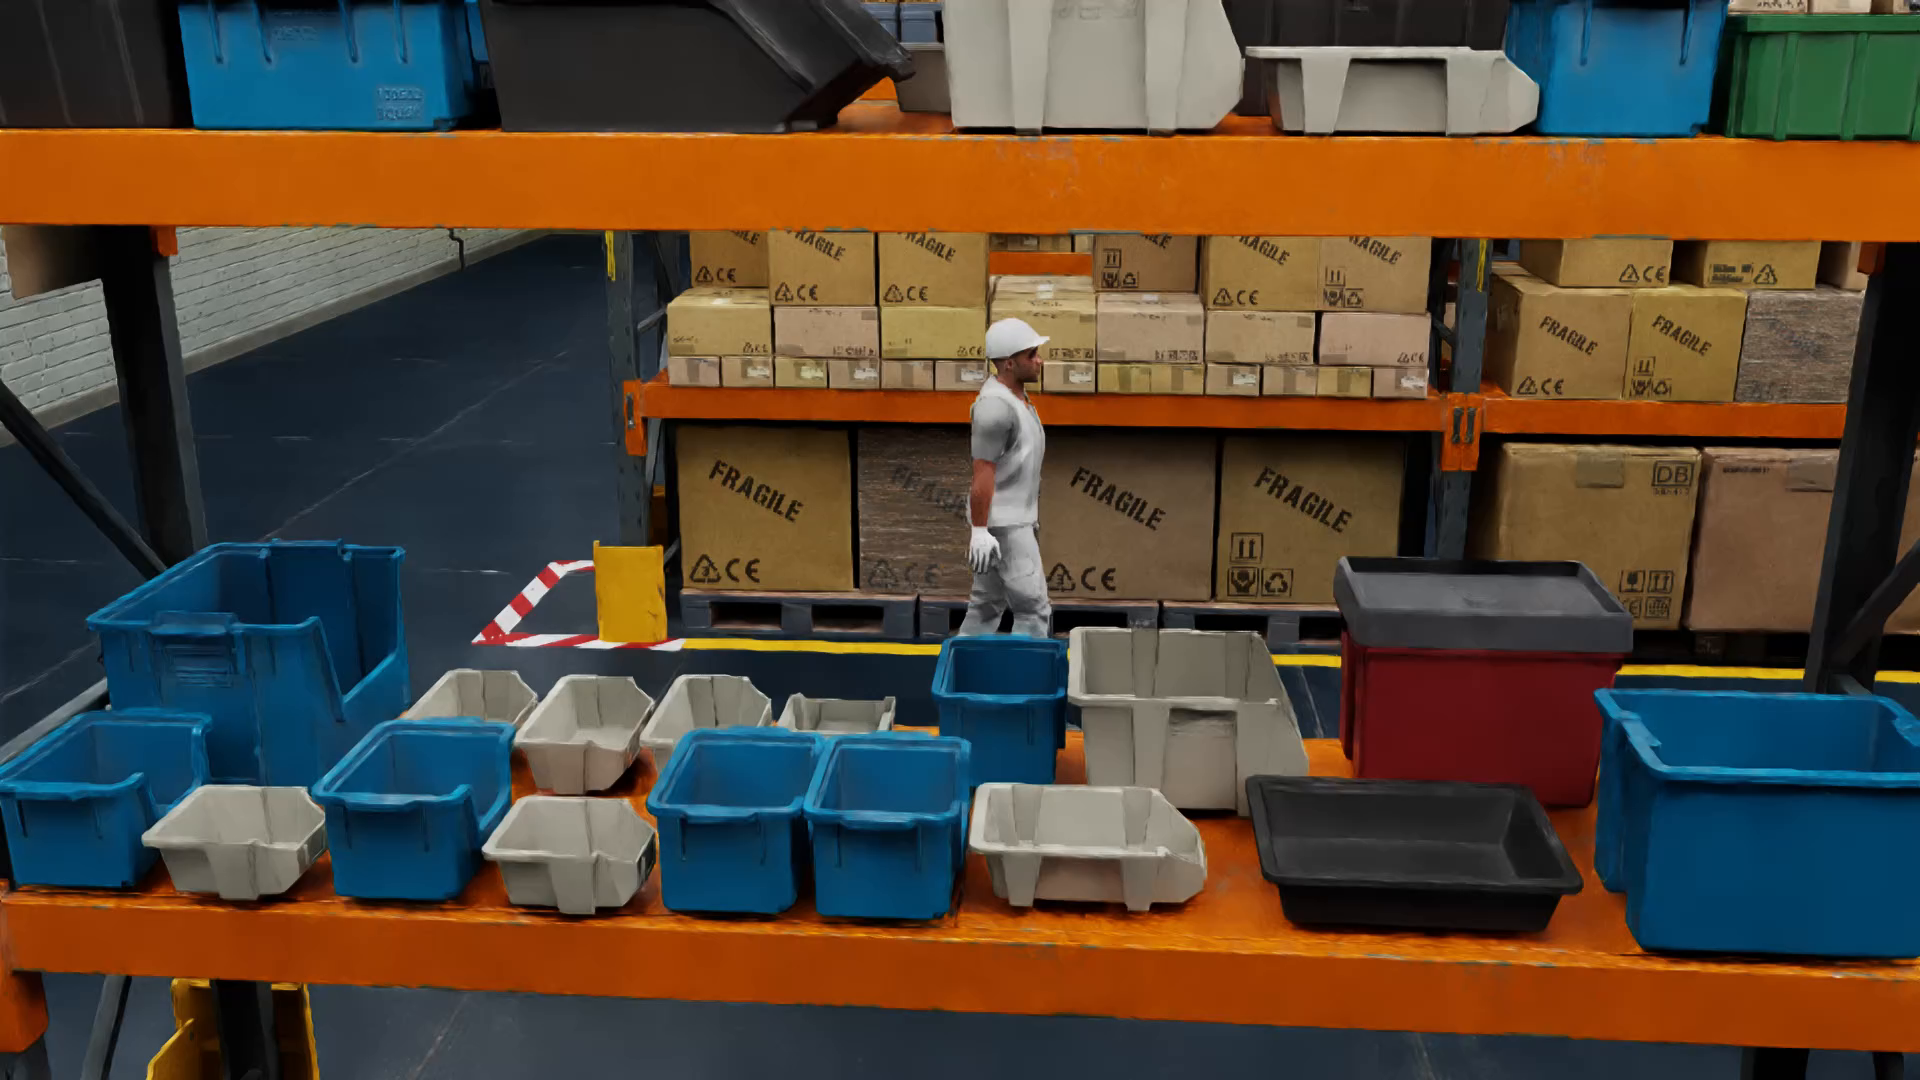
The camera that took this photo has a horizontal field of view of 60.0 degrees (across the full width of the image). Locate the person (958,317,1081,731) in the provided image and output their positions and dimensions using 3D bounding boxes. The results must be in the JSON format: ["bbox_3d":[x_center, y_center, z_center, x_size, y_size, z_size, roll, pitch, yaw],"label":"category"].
[{"bbox_3d":[0.258,-0.064,7.210,0.586,1.805,0.544,2,17,5],"label":"person"}]
